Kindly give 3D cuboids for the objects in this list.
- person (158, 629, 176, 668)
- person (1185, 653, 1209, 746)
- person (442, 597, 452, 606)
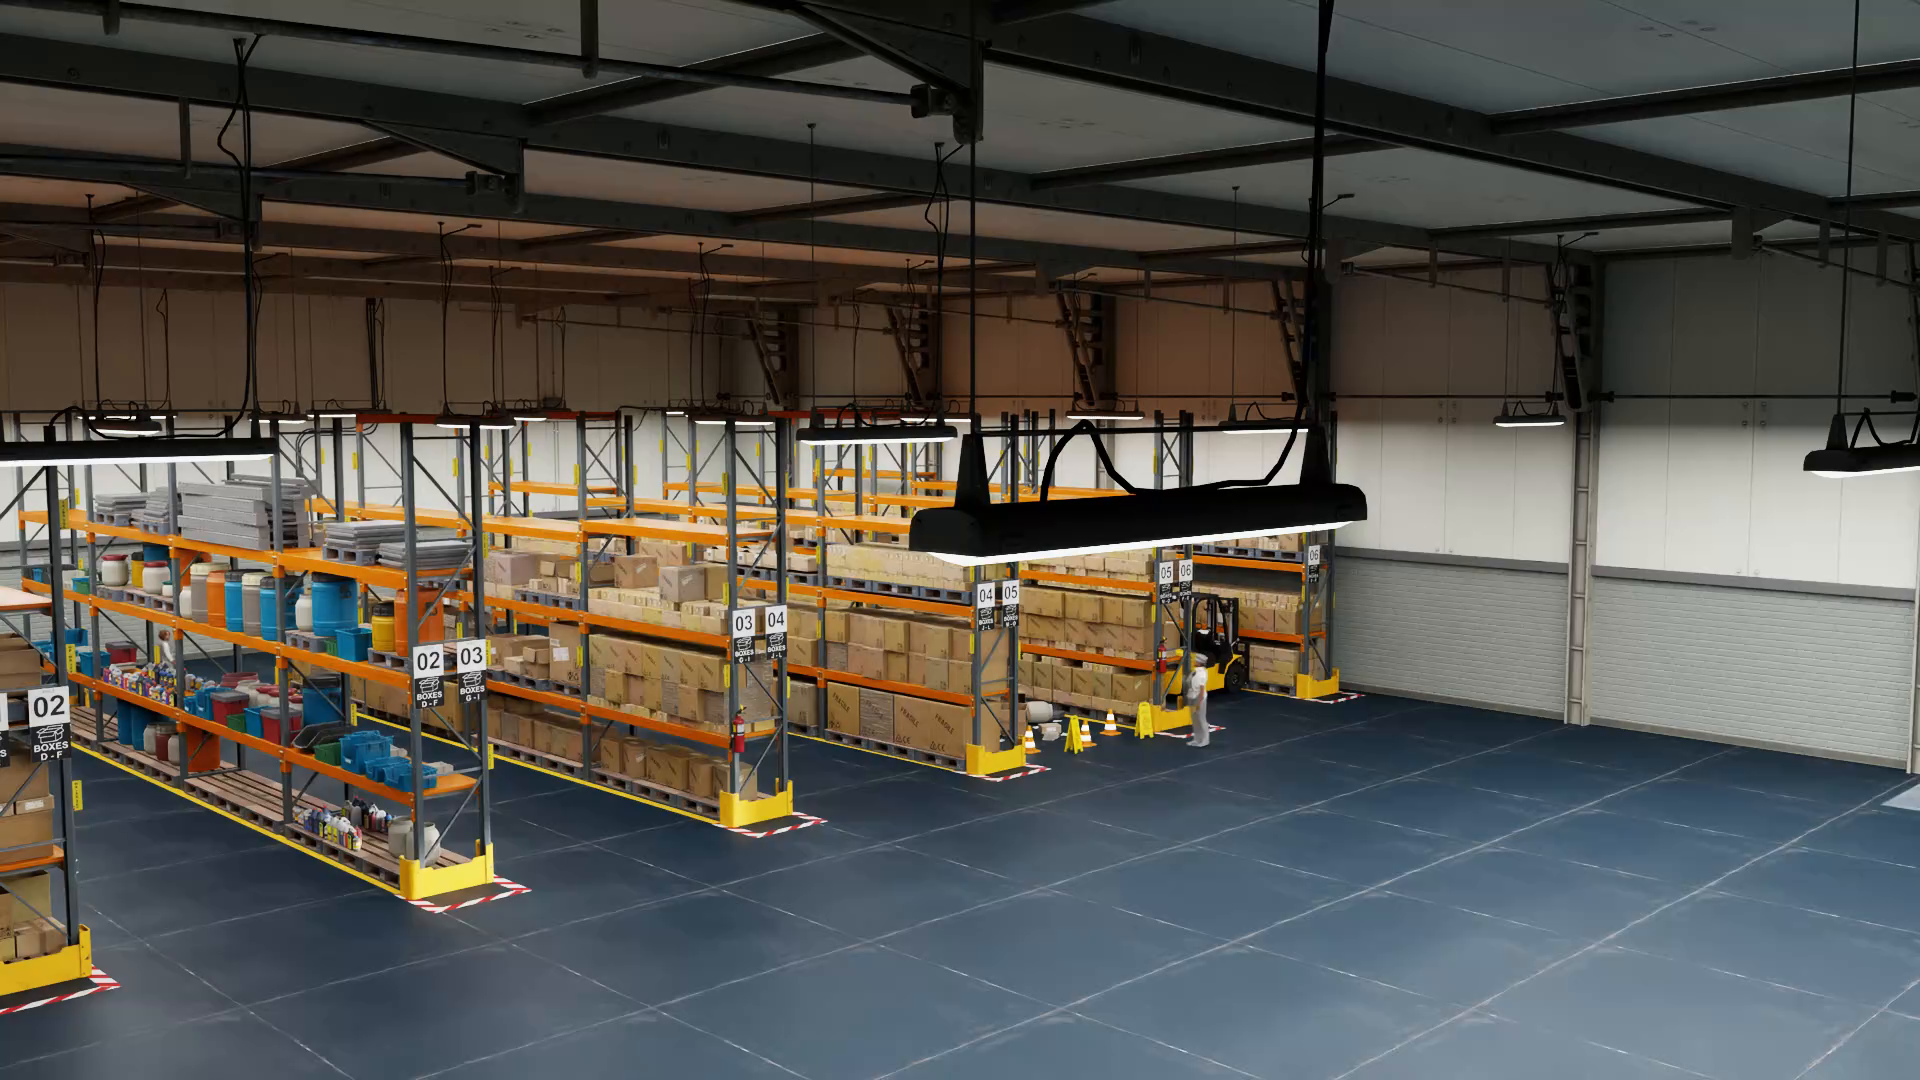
[{"bbox_3d":[-16.098,2.602,33.811,0.496,1.589,0.713,4,6,35],"label":"person"},{"bbox_3d":[4.292,2.886,30.035,0.433,1.711,0.503,-2,5,-24],"label":"person"},{"bbox_3d":[-13.193,1.768,42.253,0.600,1.749,0.781,-2,5,-25],"label":"person"}]
